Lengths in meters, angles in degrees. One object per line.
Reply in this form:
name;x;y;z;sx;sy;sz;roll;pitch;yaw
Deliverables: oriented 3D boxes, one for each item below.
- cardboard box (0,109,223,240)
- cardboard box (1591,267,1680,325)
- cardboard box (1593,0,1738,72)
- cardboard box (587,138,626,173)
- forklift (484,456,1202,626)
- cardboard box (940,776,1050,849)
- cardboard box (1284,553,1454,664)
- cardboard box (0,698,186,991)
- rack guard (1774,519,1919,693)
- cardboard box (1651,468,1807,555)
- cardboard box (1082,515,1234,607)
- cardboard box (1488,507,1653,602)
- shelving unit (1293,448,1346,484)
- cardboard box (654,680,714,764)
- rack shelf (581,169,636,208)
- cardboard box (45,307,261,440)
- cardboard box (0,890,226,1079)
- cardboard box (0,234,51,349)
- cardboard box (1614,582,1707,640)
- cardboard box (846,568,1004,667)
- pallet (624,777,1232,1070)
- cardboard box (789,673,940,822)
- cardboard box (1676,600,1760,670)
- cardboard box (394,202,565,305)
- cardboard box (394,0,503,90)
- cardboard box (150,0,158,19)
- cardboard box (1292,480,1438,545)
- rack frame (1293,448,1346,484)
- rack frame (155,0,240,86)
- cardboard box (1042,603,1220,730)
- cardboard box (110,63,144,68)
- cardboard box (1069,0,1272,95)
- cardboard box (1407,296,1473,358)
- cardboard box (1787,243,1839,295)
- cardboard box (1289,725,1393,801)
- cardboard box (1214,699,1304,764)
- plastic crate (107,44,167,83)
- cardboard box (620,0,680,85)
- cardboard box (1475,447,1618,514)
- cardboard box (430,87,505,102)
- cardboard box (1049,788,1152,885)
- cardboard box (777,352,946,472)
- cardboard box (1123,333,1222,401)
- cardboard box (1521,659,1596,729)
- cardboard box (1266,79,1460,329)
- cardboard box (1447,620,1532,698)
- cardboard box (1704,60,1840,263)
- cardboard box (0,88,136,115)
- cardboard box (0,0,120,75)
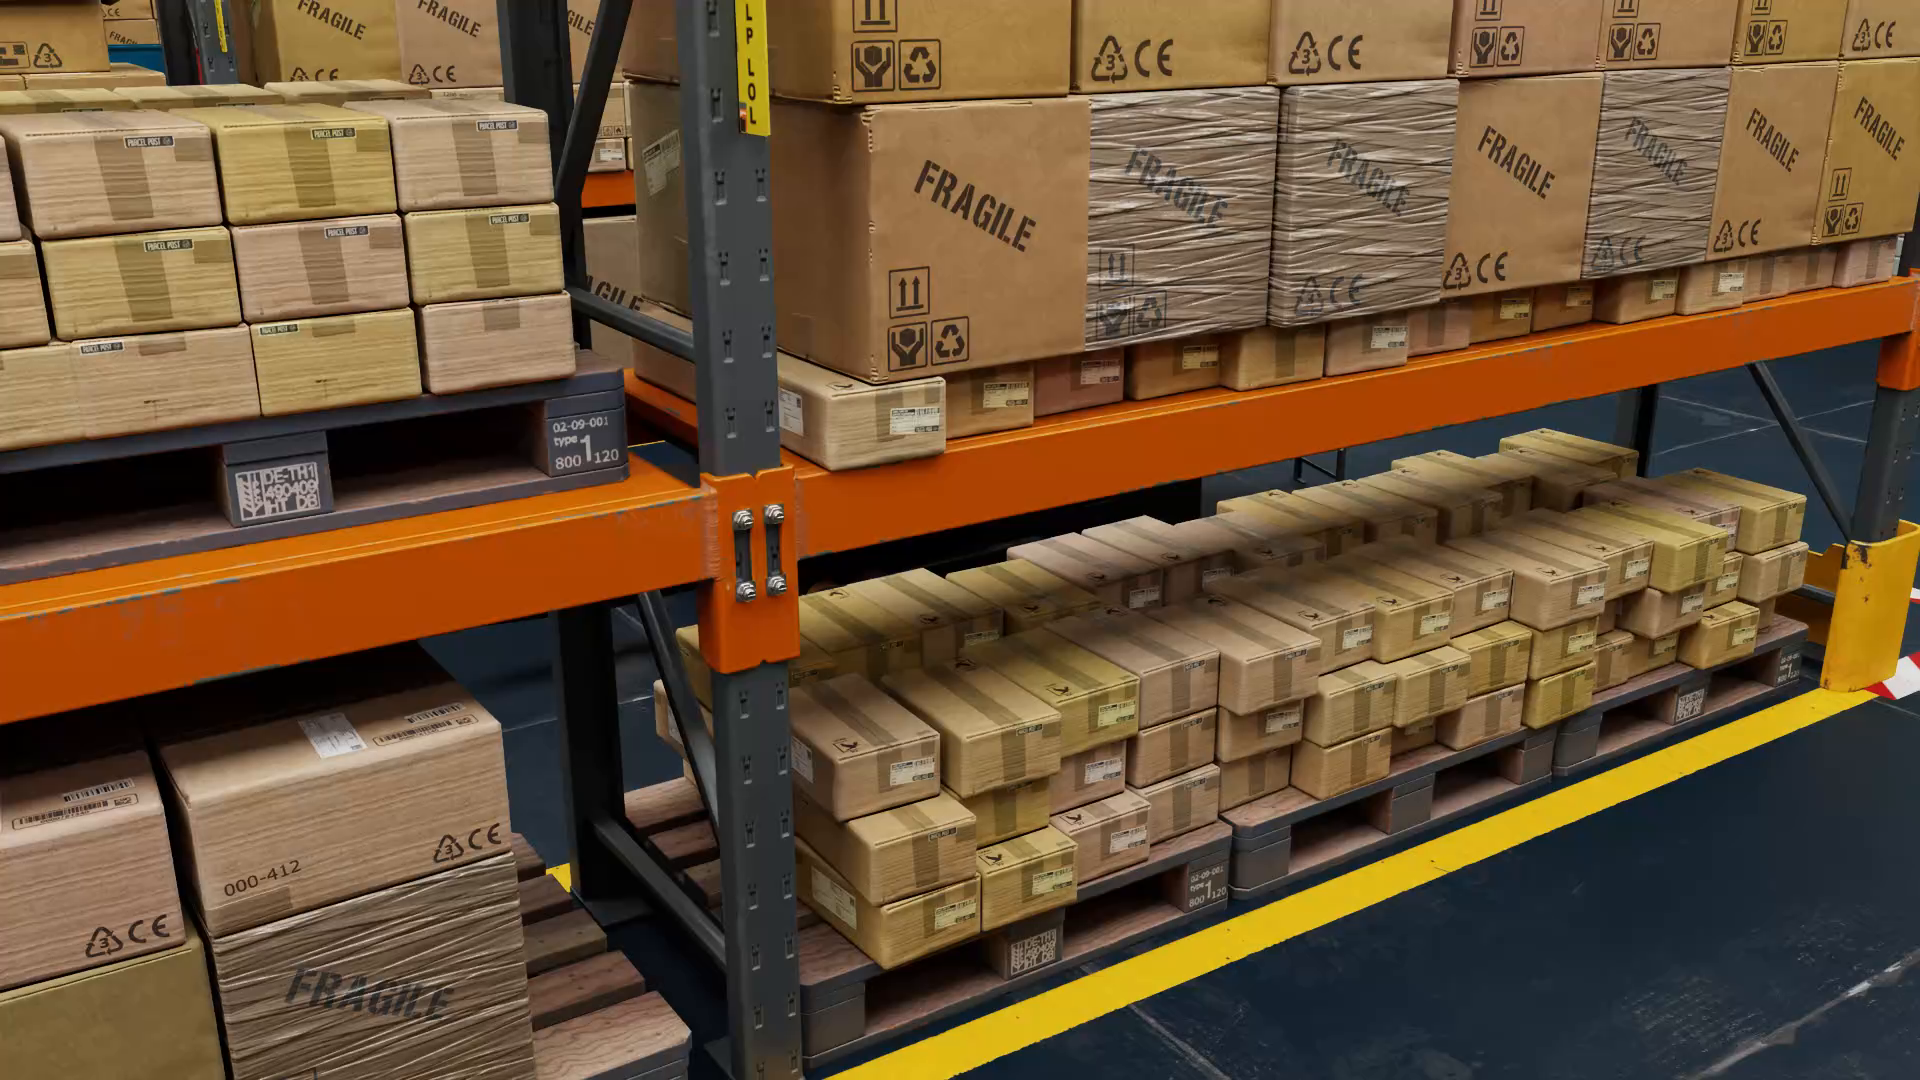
cardboard box;-1.314;-0.567;2.547;0.250;0.149;0.380;-13;22;-33
cardboard box;1.713;-0.702;4.530;0.250;0.149;0.380;-13;23;-34
cardboard box;1.598;-1.457;4.190;0.500;0.500;0.500;-11;21;-29
cardboard box;-1.776;-1.838;7.890;0.250;0.149;0.380;-12;22;-31
forklift;-0.516;-1.273;5.933;3.031;2.935;1.130;-13;22;-33
cardboard box;-0.004;0.543;3.787;0.250;0.149;0.380;-12;22;-31
cardboard box;1.076;0.175;4.410;0.250;0.149;0.380;-12;22;-31
cardboard box;-1.565;0.495;2.674;0.500;0.250;0.500;-11;21;-29
rack guard;2.632;0.072;5.751;0.348;0.500;1.175;-12;22;-31
cardboard box;2.393;-0.095;5.208;0.250;0.149;0.380;-12;22;-31
cardboard box;0.558;0.067;4.730;0.250;0.149;0.380;-13;23;-33
cardboard box;1.754;0.042;4.803;0.250;0.149;0.380;-13;23;-34
shelving unit;1.238;-0.893;7.046;0.755;1.500;0.431;-6;20;-17
cardboard box;-0.557;0.449;4.064;0.250;0.149;0.380;-11;22;-30
rack shelf;-1.618;-1.777;8.441;4.000;0.370;1.077;-12;22;-31
cardboard box;-1.294;-0.289;2.652;0.250;0.149;0.380;-12;22;-32
cardboard box;-1.553;0.852;2.788;0.500;0.500;0.500;-13;22;-33
cardboard box;-1.523;-0.380;2.457;0.250;0.149;0.380;-13;22;-33
cardboard box;1.979;0.146;4.959;0.250;0.149;0.380;-13;23;-34
cardboard box;-0.096;0.215;4.292;0.250;0.149;0.380;-12;22;-32
pallet;-0.104;0.772;4.131;1.213;0.211;1.003;-12;22;-31
cardboard box;-0.244;0.443;3.616;0.250;0.149;0.380;-11;22;-29
cardboard box;2.212;0.247;5.127;0.250;0.149;0.380;-11;22;-30
cardboard box;-0.869;-0.519;2.868;0.250;0.149;0.380;-11;22;-30
cardboard box;-2.333;-2.291;7.438;0.500;0.500;0.500;-12;22;-31
cardboard box;-7.325;-5.126;15.507;0.500;0.500;0.500;-13;22;-33
cardboard box;1.228;-0.051;5.080;0.250;0.149;0.380;-11;22;-29
rack frame;1.587;-0.929;7.151;0.023;1.500;0.400;-6;20;-17
rack frame;-3.289;-1.766;7.284;0.127;3.000;1.000;-12;22;-31
cardboard box;0.408;0.301;4.038;0.250;0.149;0.380;-13;22;-33
cardboard box;-3.810;-1.799;7.226;0.500;0.500;0.500;-12;22;-31
cardboard box;0.290;-1.193;3.407;0.500;0.500;0.500;-13;22;-33
cardboard box;1.043;-0.569;4.137;0.250;0.149;0.380;-11;22;-29
cardboard box;2.350;-0.840;4.938;0.250;0.149;0.380;-12;22;-31
cardboard box;0.897;0.513;4.340;0.250;0.149;0.380;-13;22;-33
cardboard box;0.649;0.401;4.205;0.250;0.149;0.380;-11;21;-29
plastic crate;-5.810;-3.285;11.708;0.575;0.384;0.392;-12;22;-31
cardboard box;-0.401;-1.238;3.542;0.500;0.500;0.500;-13;23;-33
cardboard box;1.907;-0.174;5.442;0.250;0.149;0.380;-11;22;-30
cardboard box;-2.334;-1.934;7.553;0.500;0.250;0.500;-12;22;-32
cardboard box;0.237;0.648;3.941;0.250;0.149;0.380;-12;22;-32
cardboard box;-0.229;-0.264;3.236;0.250;0.149;0.380;-11;22;-29
cardboard box;0.370;-0.437;3.746;0.250;0.149;0.380;-13;23;-34
cardboard box;1.566;0.379;4.736;0.250;0.149;0.380;-13;23;-34
cardboard box;0.757;-0.797;3.799;0.500;0.500;0.500;-12;22;-33
cardboard box;1.329;0.281;4.561;0.250;0.149;0.380;-11;21;-29
cardboard box;2.029;-1.077;4.625;0.500;0.500;0.500;-12;22;-32
cardboard box;-1.672;-0.741;3.061;0.250;0.149;0.380;-12;22;-31
cardboard box;-3.818;-2.173;6.768;0.637;0.503;0.797;-13;22;-33
